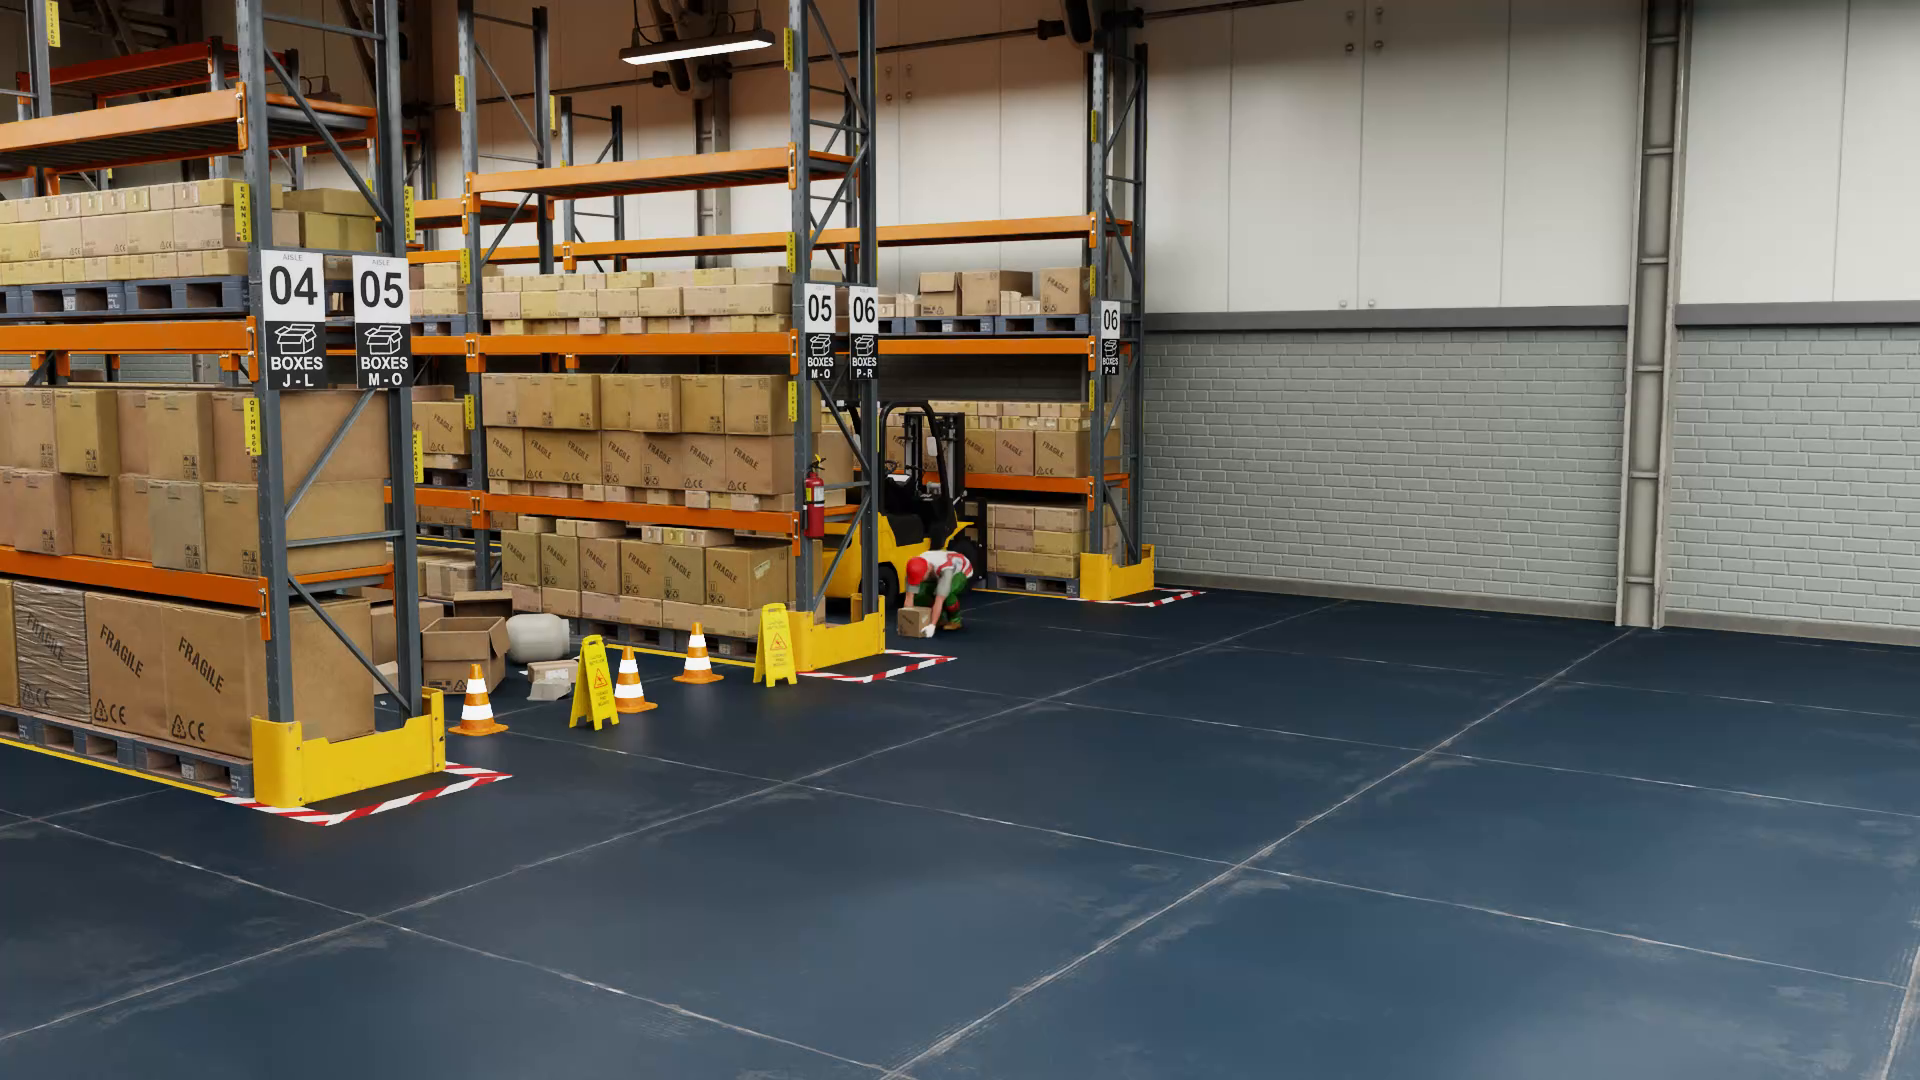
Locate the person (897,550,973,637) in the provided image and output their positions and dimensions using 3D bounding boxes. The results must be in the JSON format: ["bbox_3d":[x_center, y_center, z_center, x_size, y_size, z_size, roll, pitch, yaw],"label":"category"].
[{"bbox_3d":[-0.235,0.495,15.881,0.520,0.798,0.959,4,7,32],"label":"person"}]
